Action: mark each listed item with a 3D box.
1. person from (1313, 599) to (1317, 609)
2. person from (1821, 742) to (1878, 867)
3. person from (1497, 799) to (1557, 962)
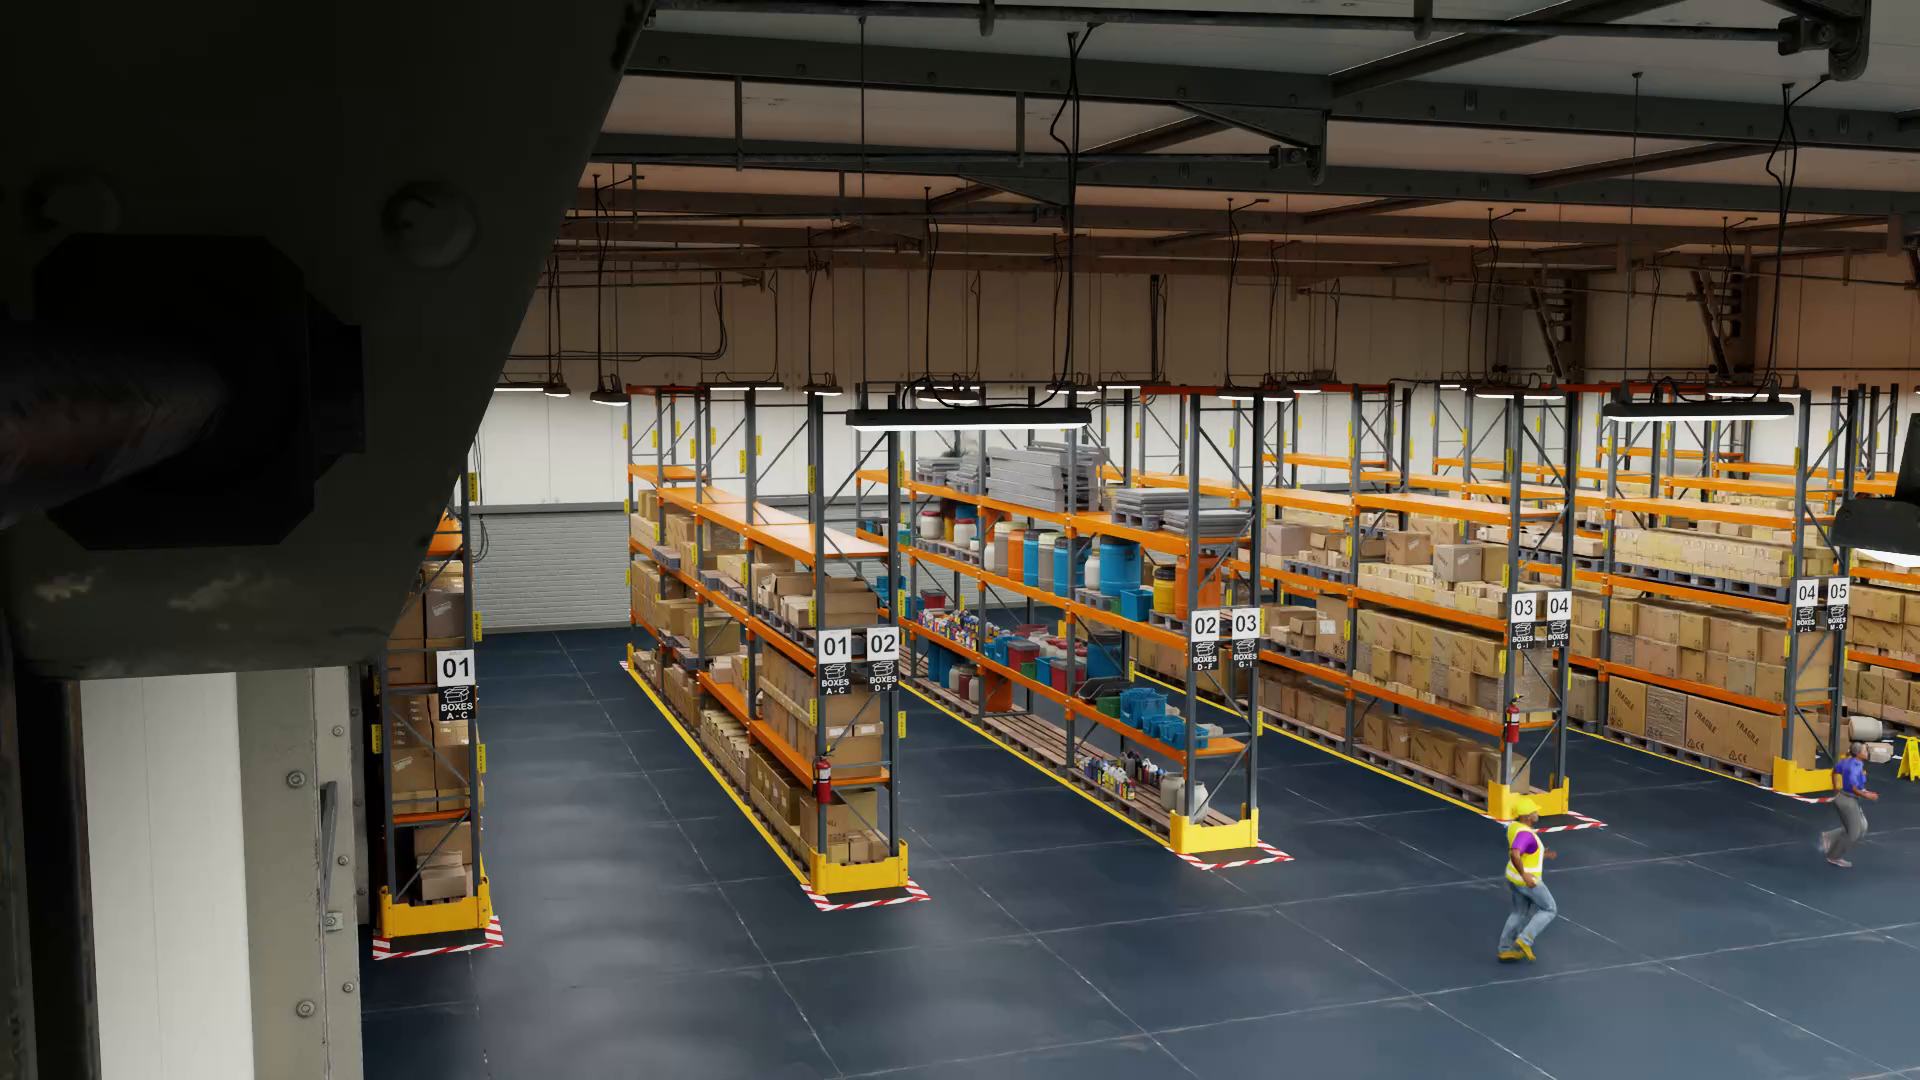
[{"bbox_3d":[9.177,1.219,42.047,0.687,1.590,0.533,-1,6,-11],"label":"person"},{"bbox_3d":[11.335,3.358,21.164,0.607,1.618,0.564,2,6,22],"label":"person"},{"bbox_3d":[6.064,3.622,17.738,0.660,1.741,0.692,0,6,-5],"label":"person"}]
